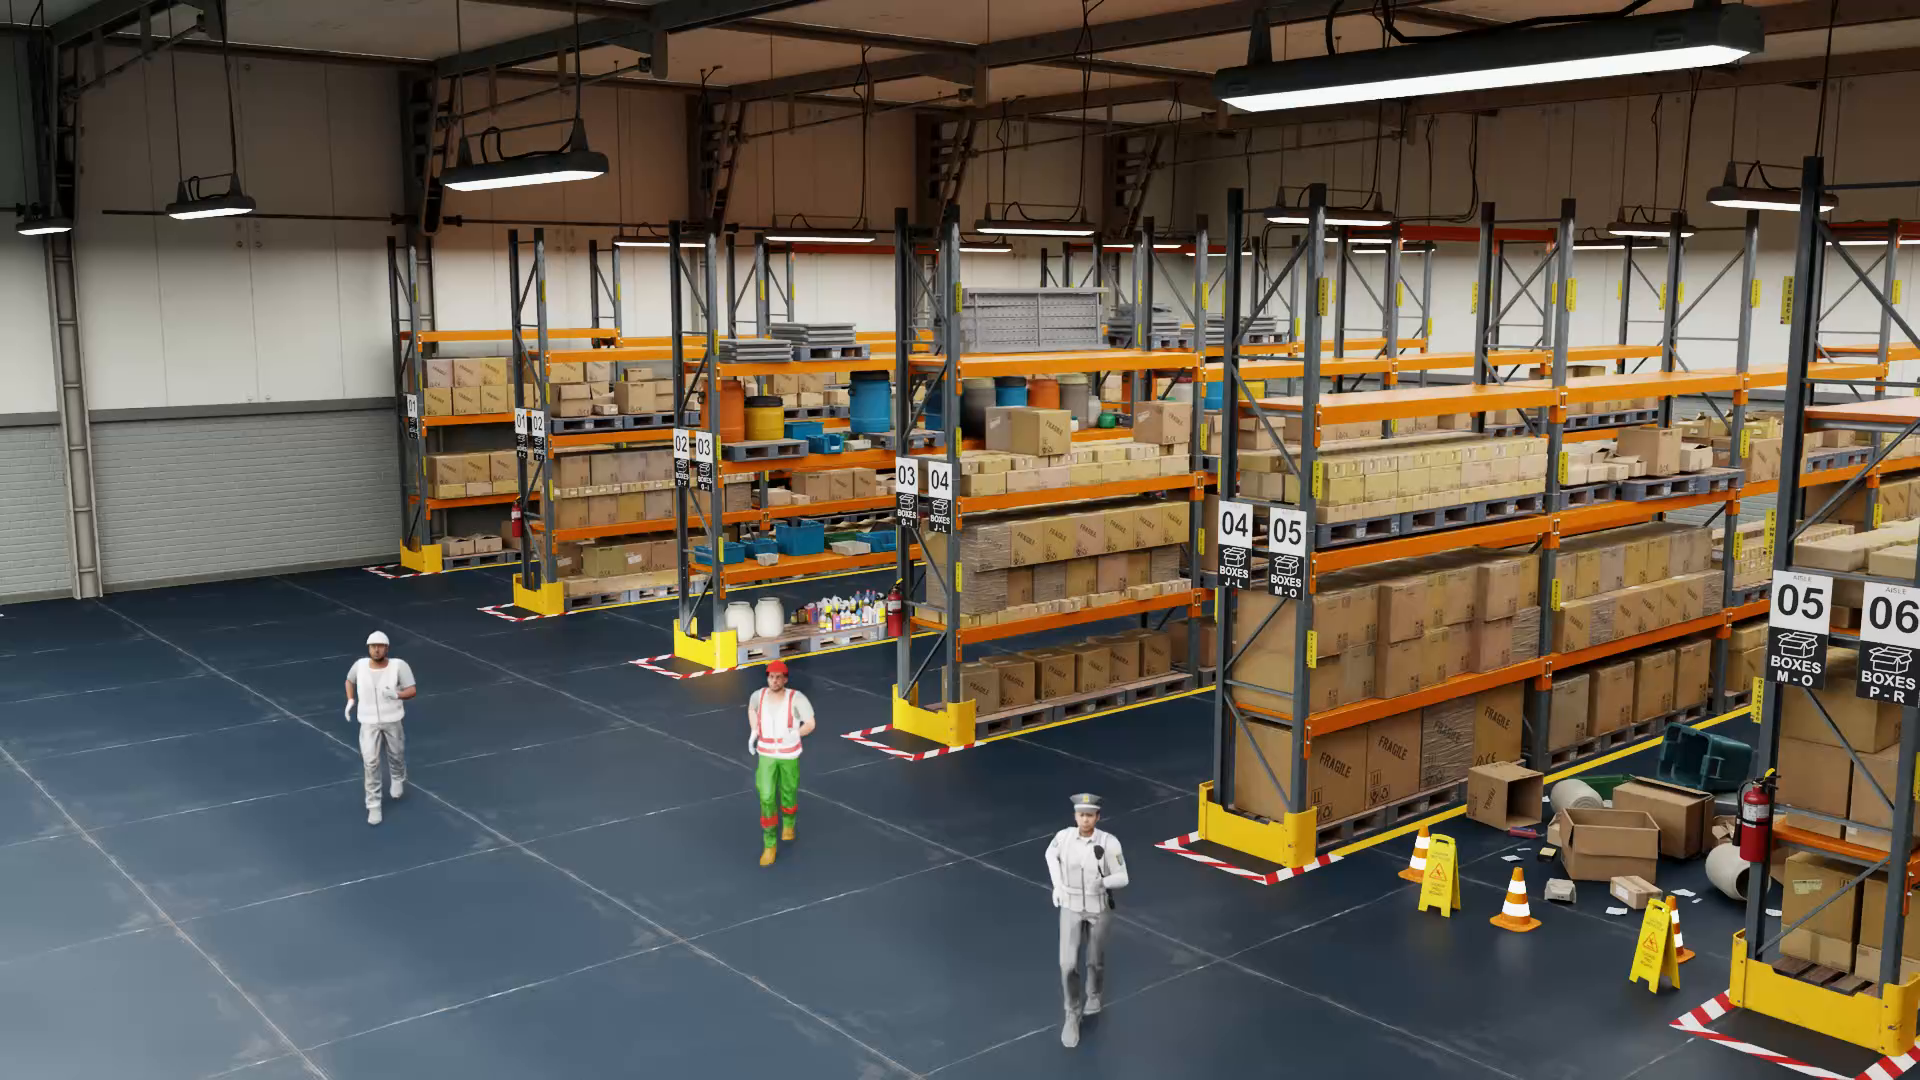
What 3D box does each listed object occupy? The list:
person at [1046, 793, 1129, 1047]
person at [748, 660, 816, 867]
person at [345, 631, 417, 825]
[{"bbox_3d":[0.867,2.580,11.488,0.590,1.745,0.708,1,9,8],"label":"person"},{"bbox_3d":[-1.624,1.982,15.117,0.638,1.841,0.809,0,9,0],"label":"person"},{"bbox_3d":[-5.652,1.773,16.256,0.681,1.781,0.981,-2,9,-14],"label":"person"}]
